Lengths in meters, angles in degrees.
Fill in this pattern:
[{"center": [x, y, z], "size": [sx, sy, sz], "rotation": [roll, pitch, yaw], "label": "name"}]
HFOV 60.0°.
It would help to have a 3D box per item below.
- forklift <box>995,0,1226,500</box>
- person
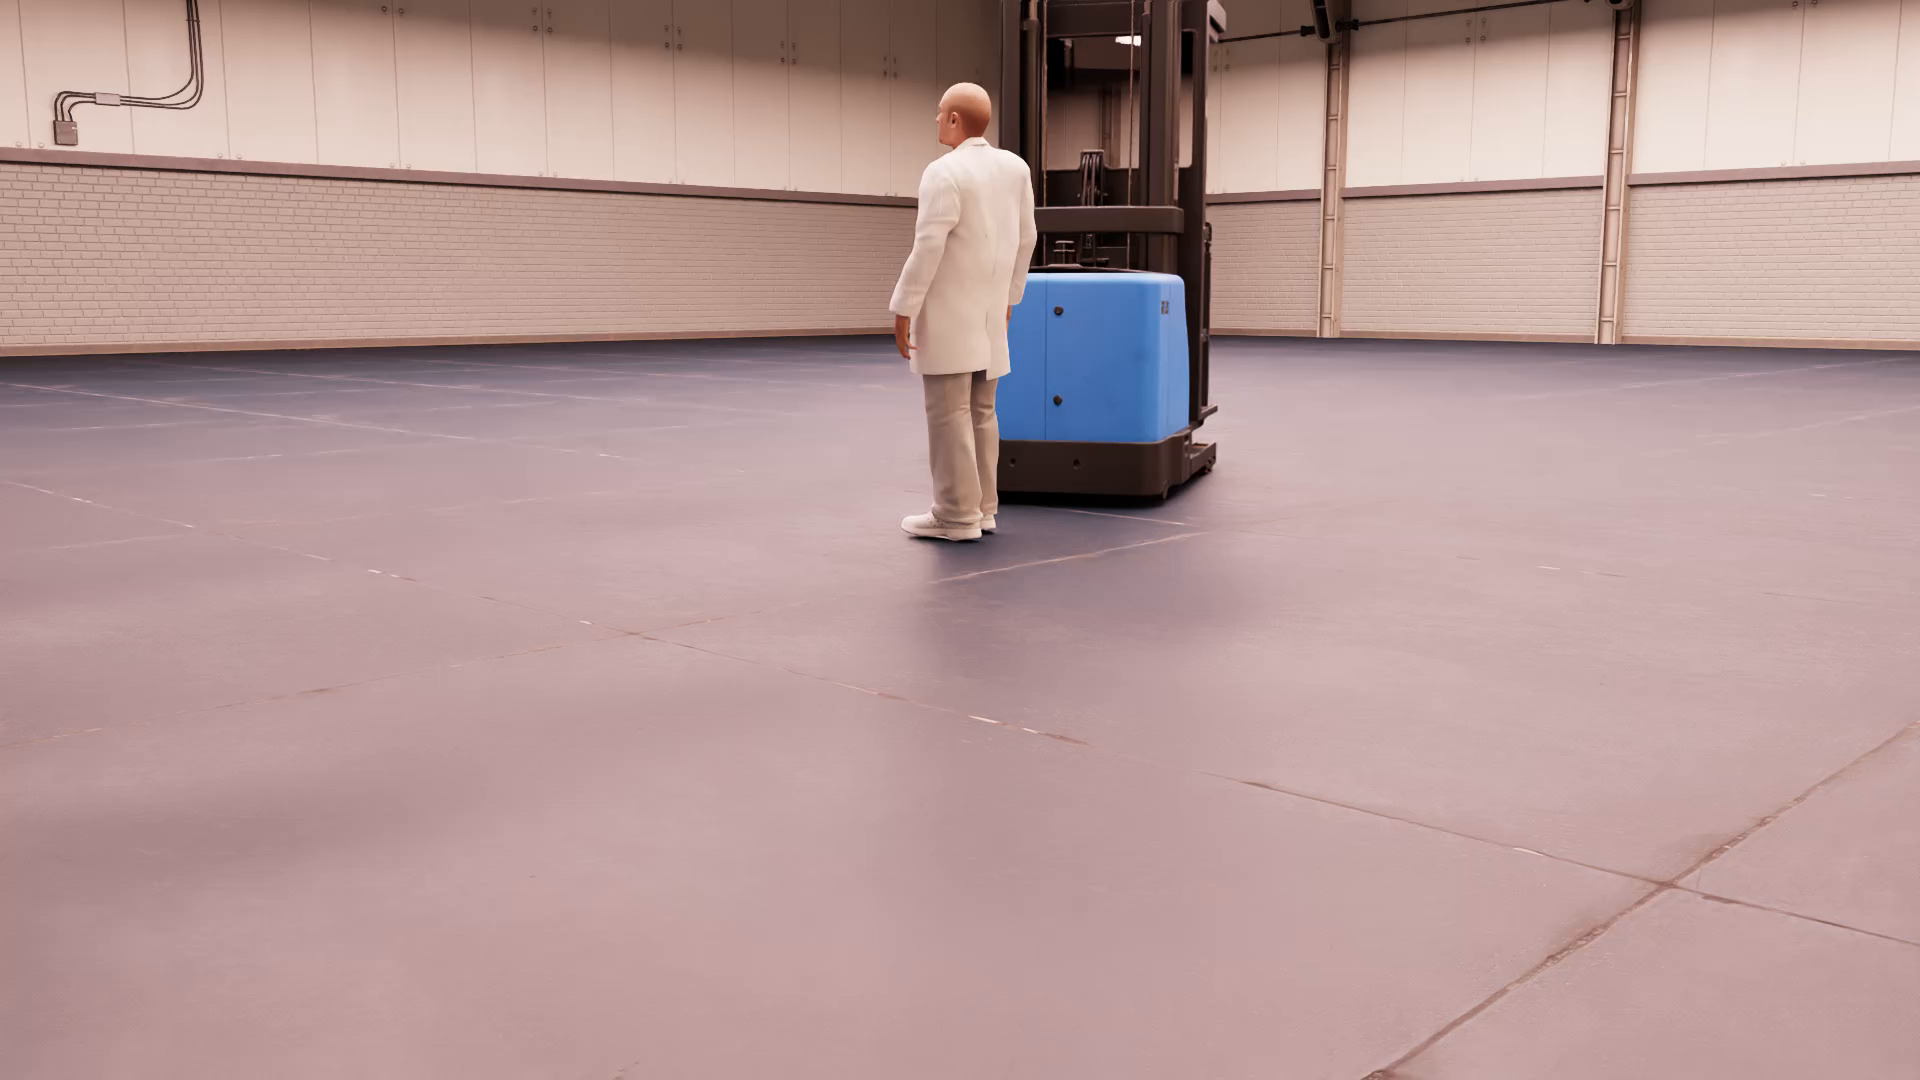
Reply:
[{"center": [0.806, -1.815, 8.927], "size": [1.130, 2.935, 3.031], "rotation": [2, 9, 16], "label": "forklift"}, {"center": [-0.062, -0.896, 6.649], "size": [0.581, 1.775, 0.694], "rotation": [8, 12, 43], "label": "person"}]
